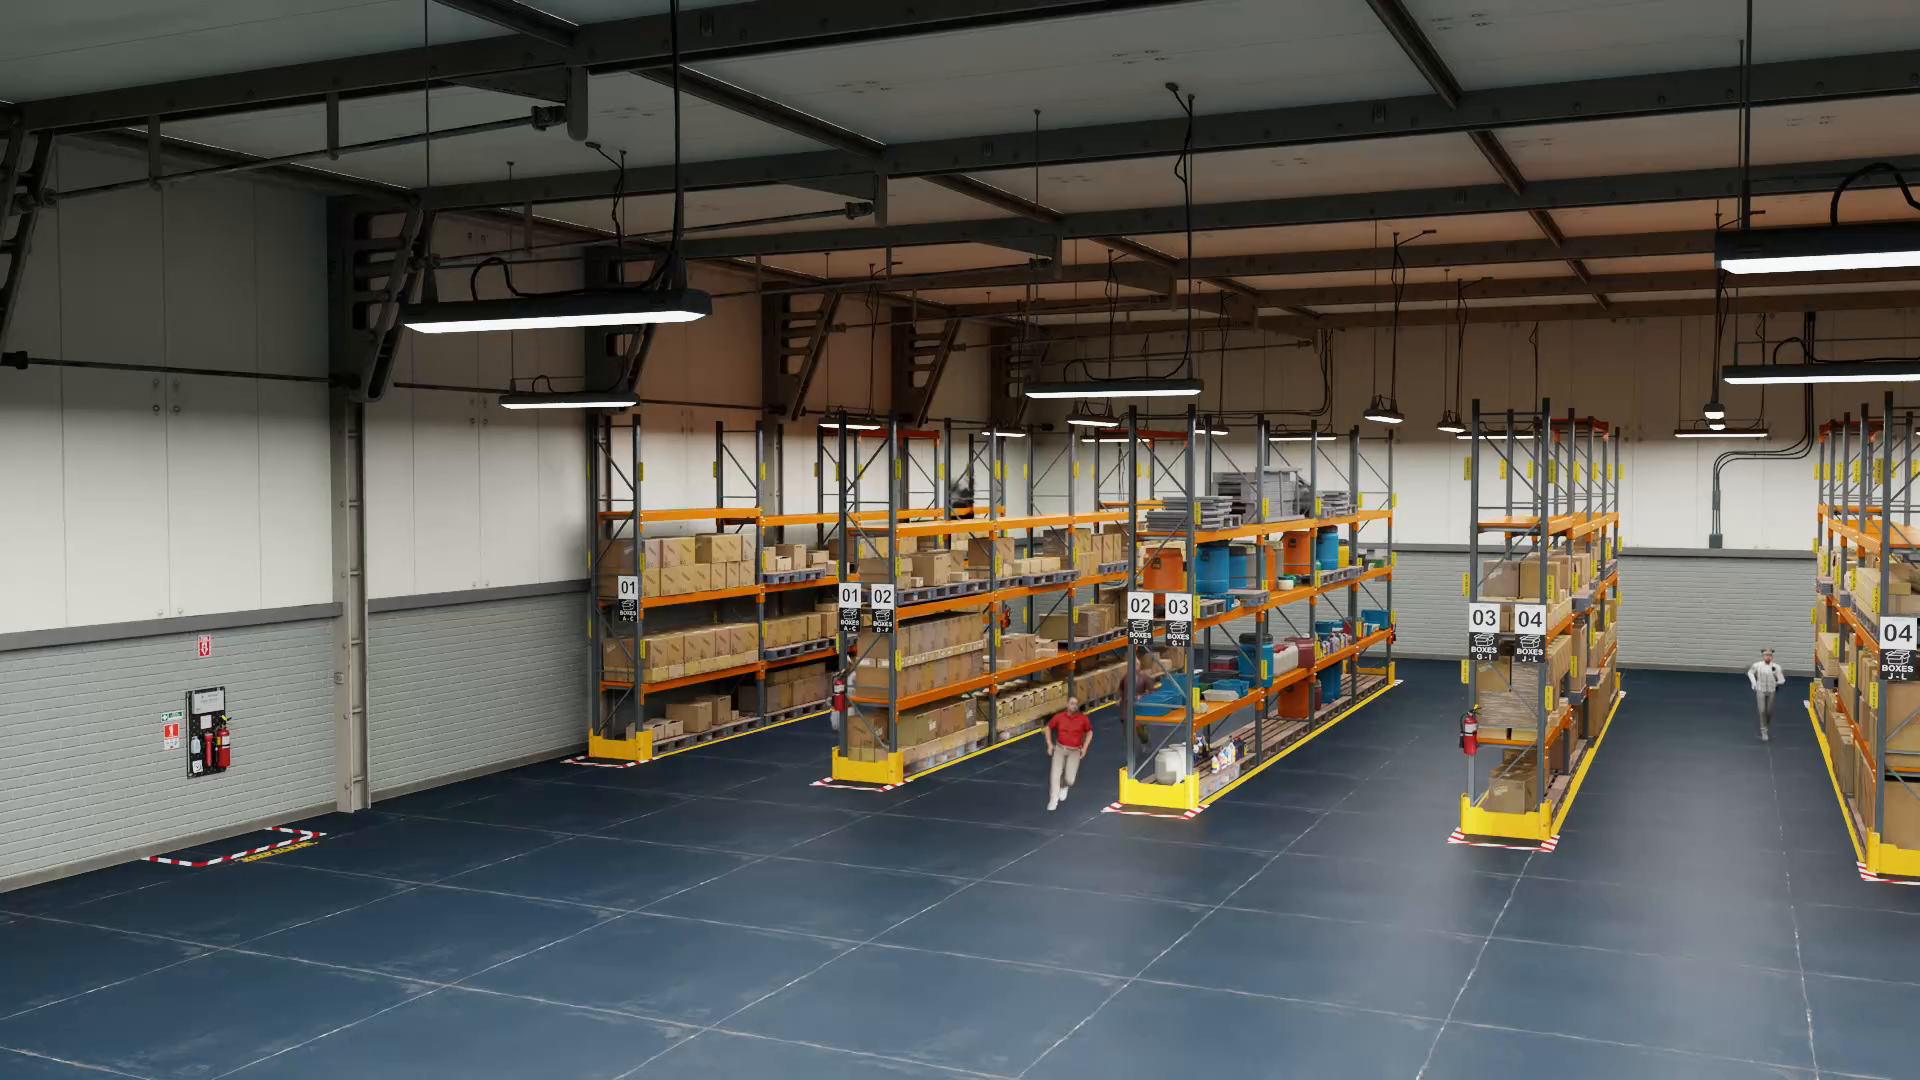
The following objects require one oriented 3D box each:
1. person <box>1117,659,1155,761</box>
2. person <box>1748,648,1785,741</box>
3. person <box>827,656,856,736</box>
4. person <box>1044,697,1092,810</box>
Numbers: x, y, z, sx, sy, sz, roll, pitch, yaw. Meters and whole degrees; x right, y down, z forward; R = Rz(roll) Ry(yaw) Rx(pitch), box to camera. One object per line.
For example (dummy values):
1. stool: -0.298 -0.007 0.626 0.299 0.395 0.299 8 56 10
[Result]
1. person: 3.041 2.941 28.936 0.716 1.736 0.833 1 3 22
2. person: 15.142 2.868 31.221 0.616 1.708 0.926 1 3 21
3. person: -2.047 2.920 29.342 0.655 1.741 0.583 1 2 15
4. person: 1.612 3.162 24.750 0.711 1.666 0.562 0 2 4
